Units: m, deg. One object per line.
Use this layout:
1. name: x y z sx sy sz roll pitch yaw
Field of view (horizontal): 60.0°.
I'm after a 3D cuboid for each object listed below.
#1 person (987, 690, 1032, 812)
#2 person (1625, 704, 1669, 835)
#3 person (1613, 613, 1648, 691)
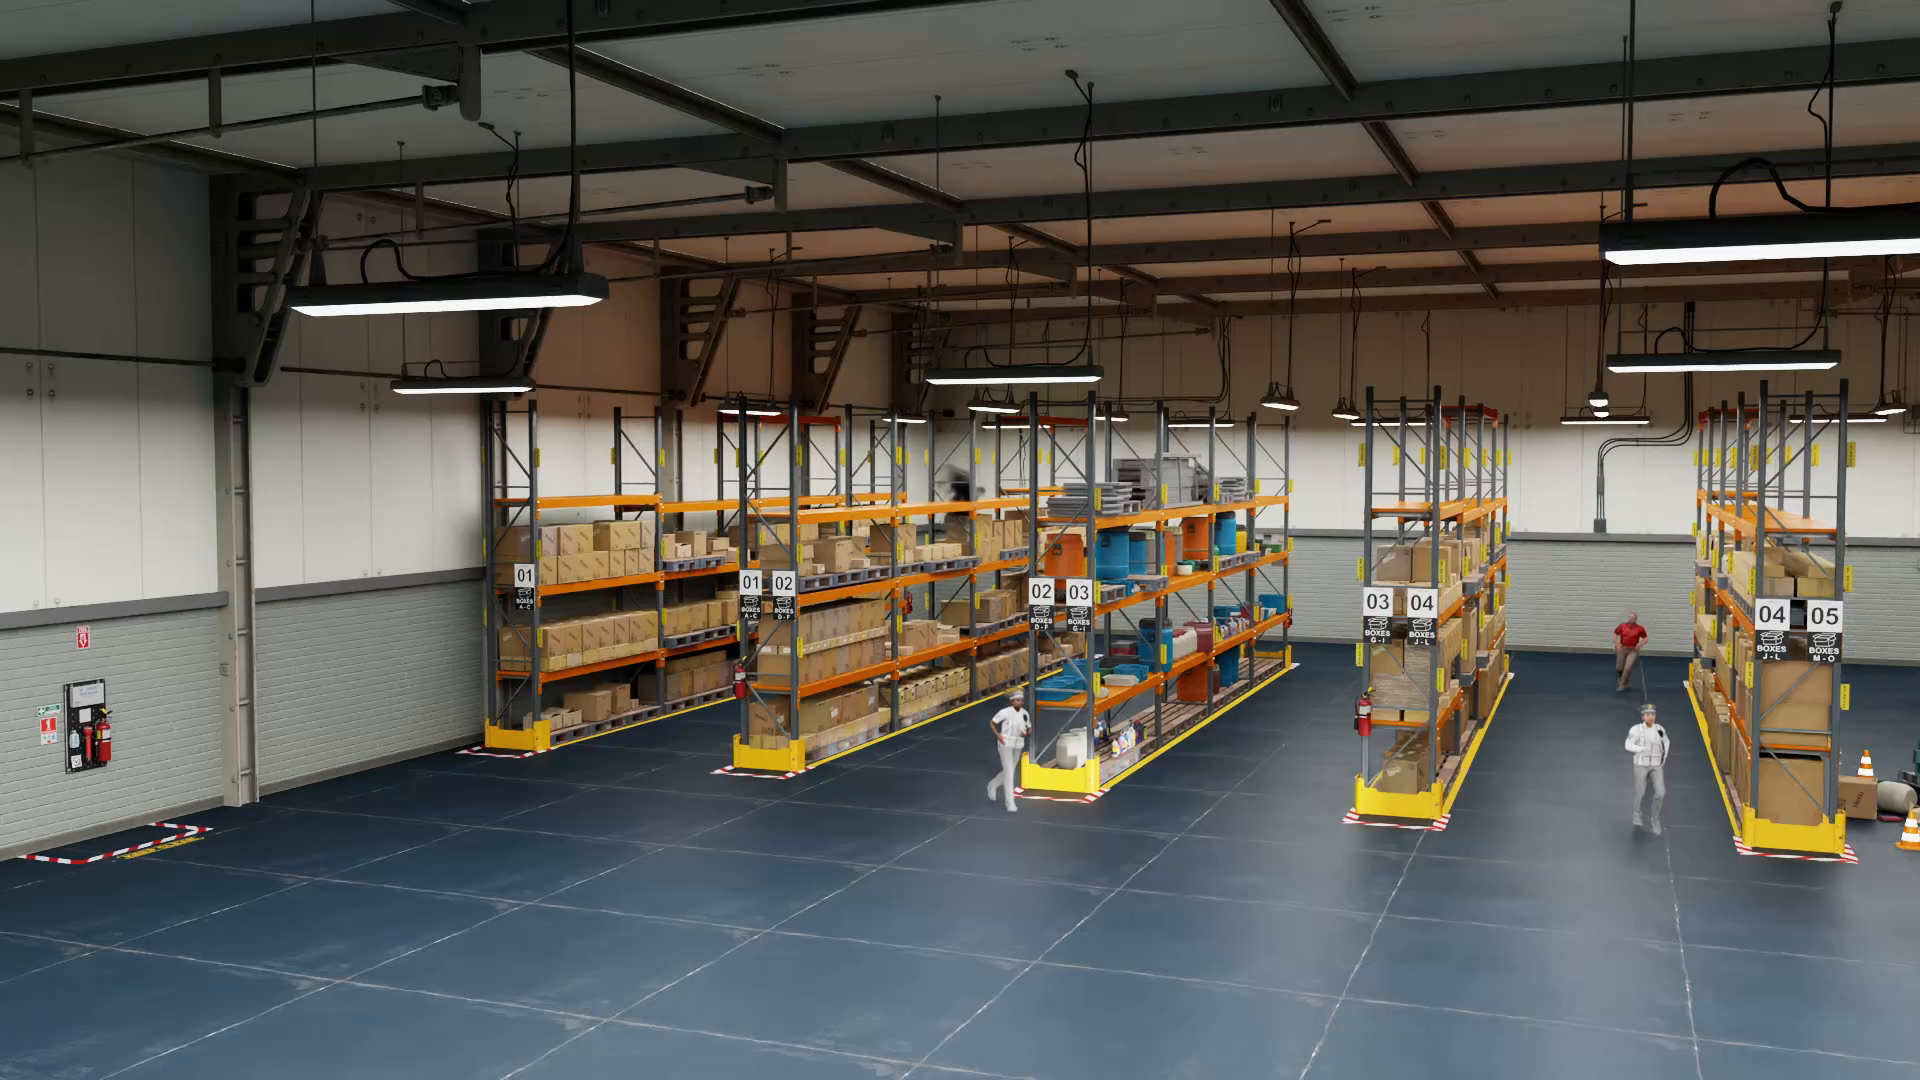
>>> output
1. person: 0.745 3.001 23.950 0.604 1.714 0.874 -2 3 -30
2. person: 9.219 3.068 22.264 0.612 1.766 0.638 0 3 9
3. person: 14.446 2.404 35.855 0.709 1.680 0.616 1 3 27
